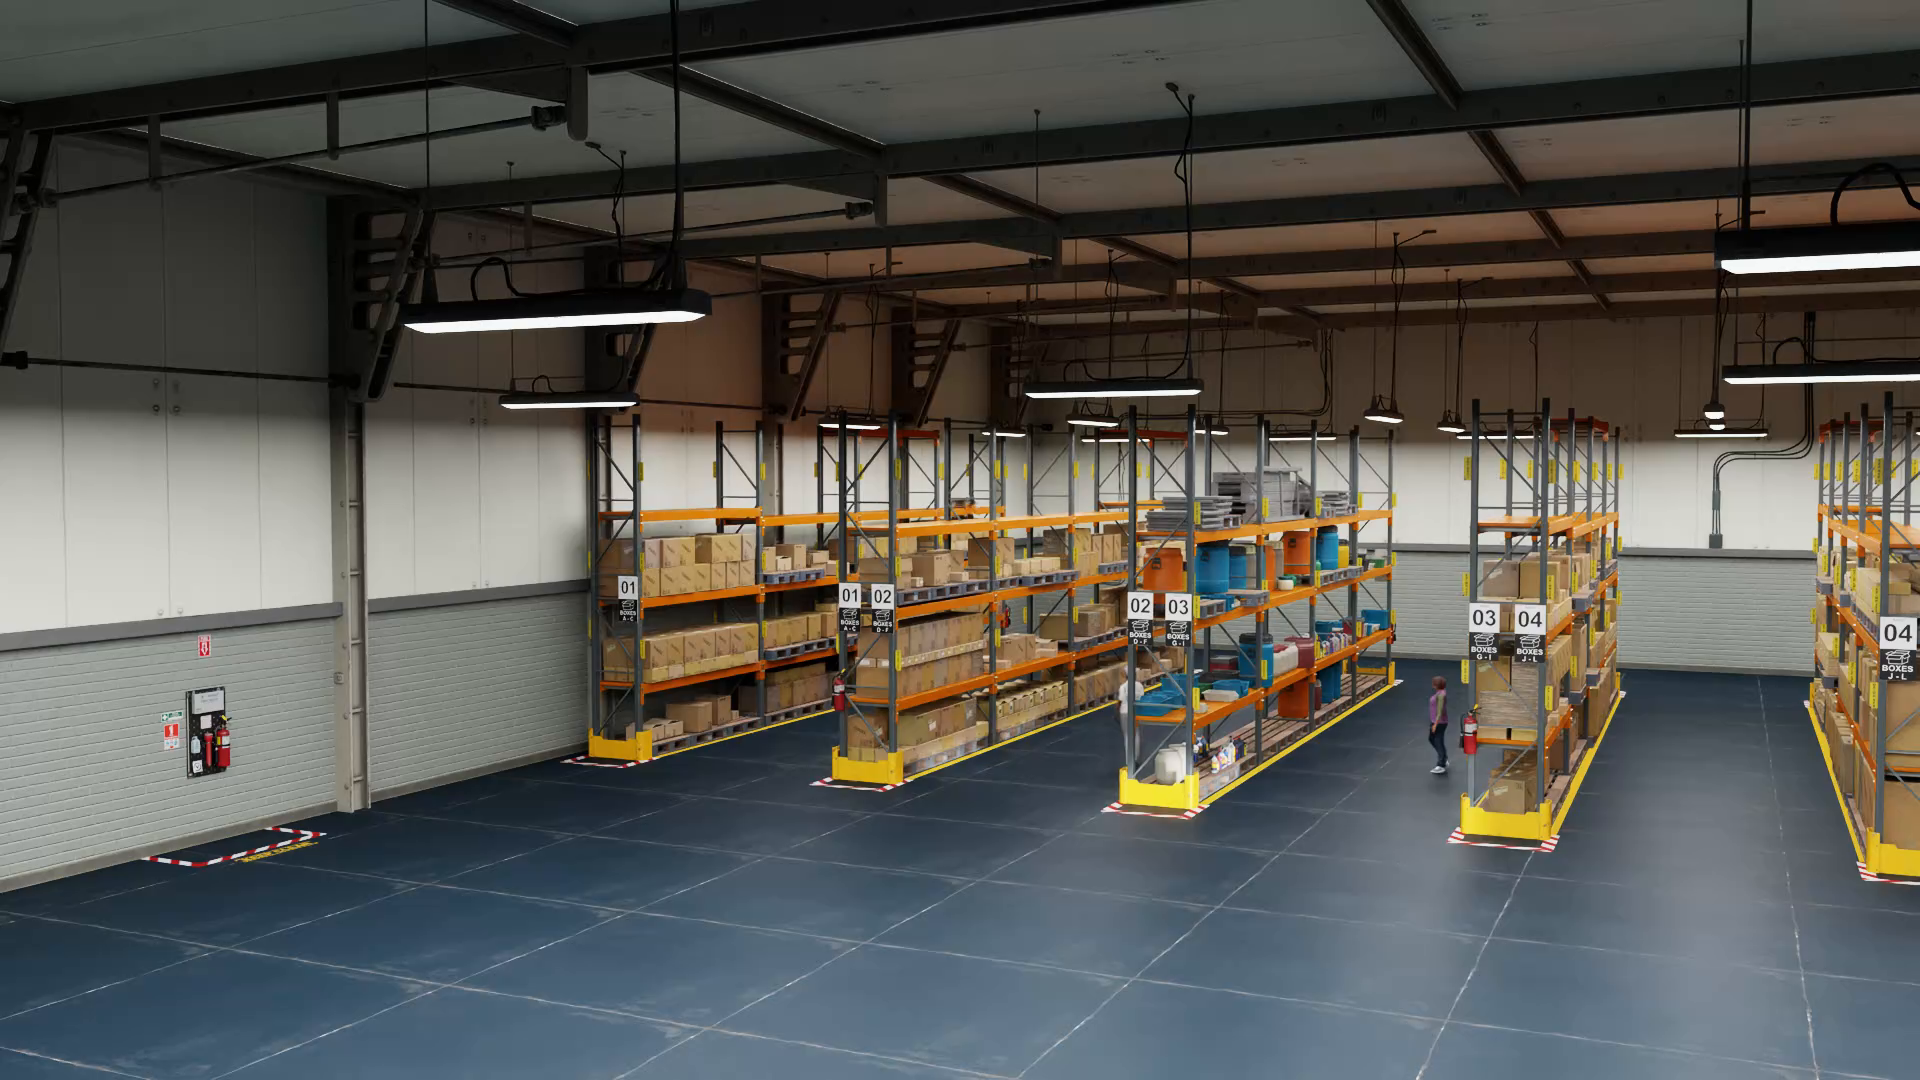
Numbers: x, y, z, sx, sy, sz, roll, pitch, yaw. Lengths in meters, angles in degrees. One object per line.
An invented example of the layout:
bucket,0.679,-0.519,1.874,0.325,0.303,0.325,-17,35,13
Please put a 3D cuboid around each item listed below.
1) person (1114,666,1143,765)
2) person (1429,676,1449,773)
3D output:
person,2.895,3.019,28.347,0.490,1.752,0.598,0,2,-9
person,7.981,3.062,27.712,0.330,1.610,0.500,0,2,6
